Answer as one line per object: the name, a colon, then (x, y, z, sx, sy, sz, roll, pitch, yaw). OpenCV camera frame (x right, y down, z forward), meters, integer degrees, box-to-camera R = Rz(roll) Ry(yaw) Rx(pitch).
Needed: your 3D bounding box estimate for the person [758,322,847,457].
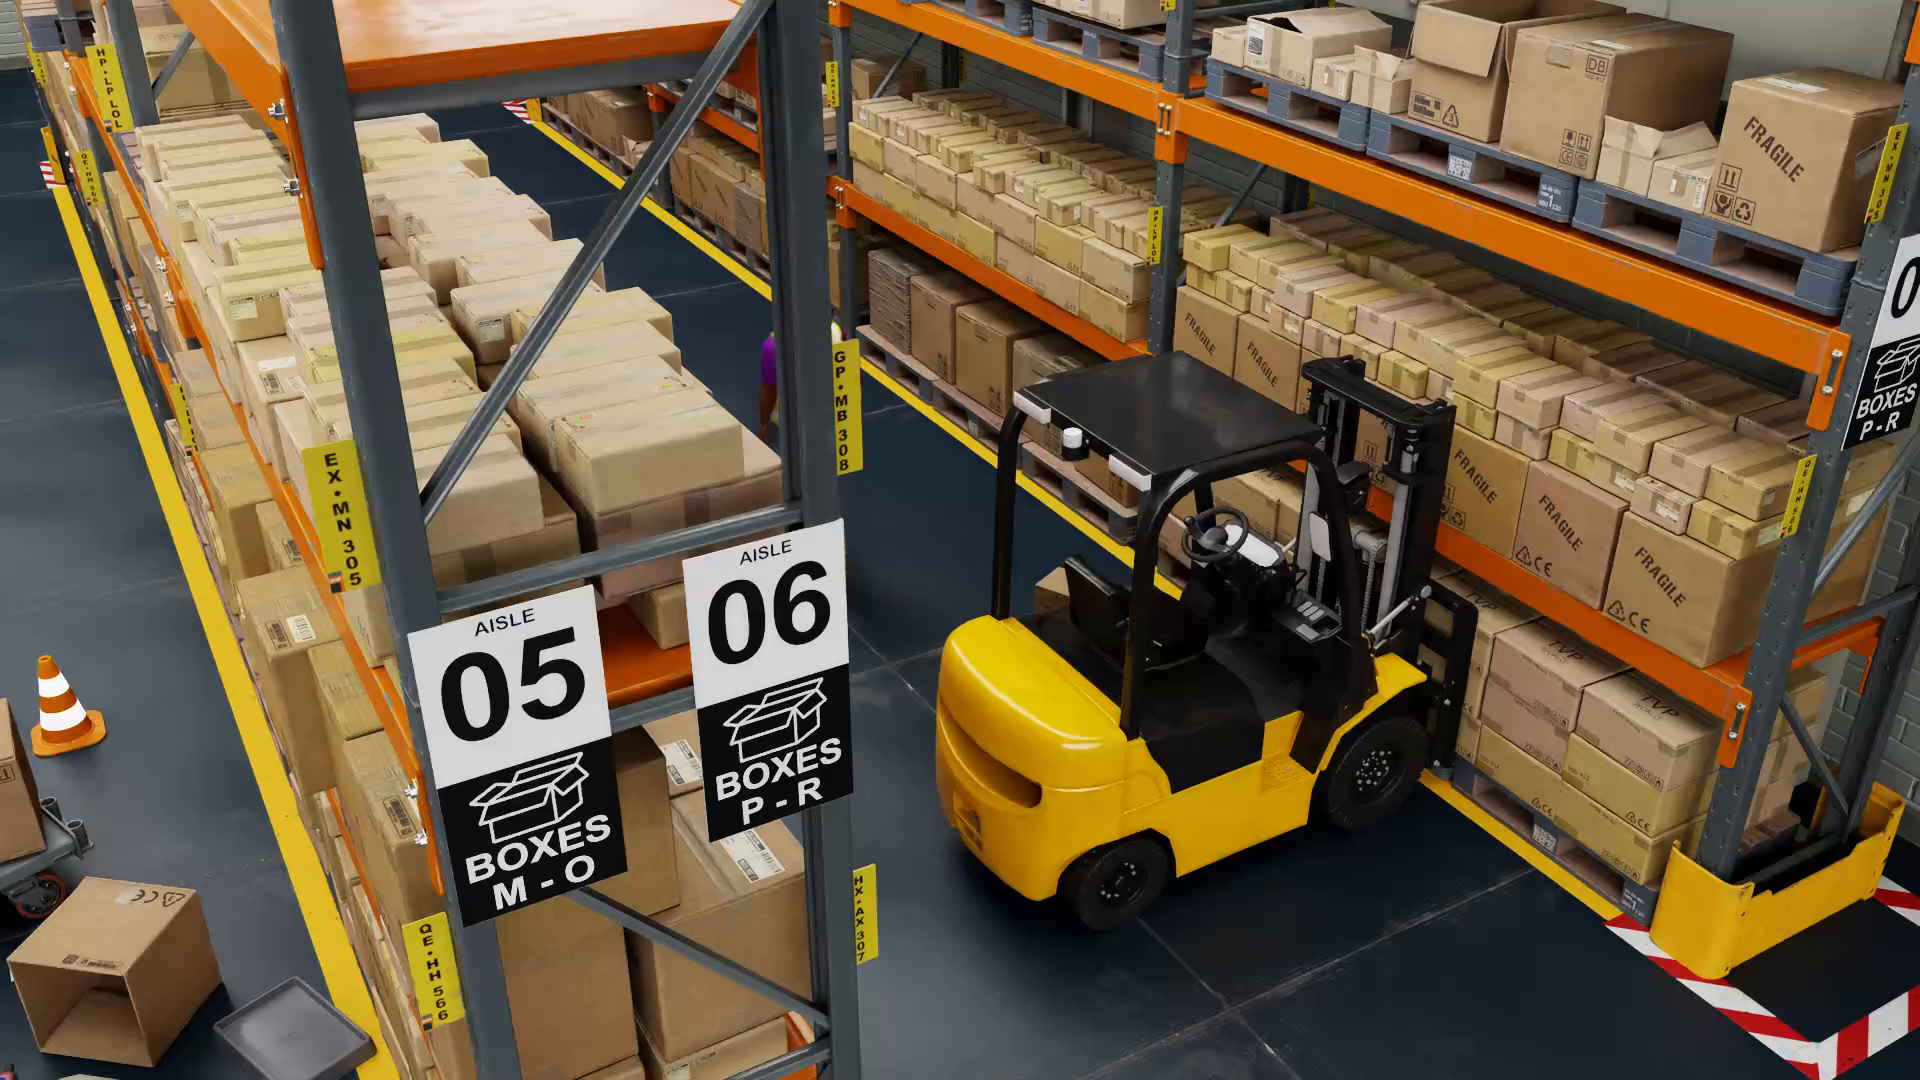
person: (-0.929, -0.736, 9.832, 0.578, 1.752, 0.611, -19, 34, -30)
